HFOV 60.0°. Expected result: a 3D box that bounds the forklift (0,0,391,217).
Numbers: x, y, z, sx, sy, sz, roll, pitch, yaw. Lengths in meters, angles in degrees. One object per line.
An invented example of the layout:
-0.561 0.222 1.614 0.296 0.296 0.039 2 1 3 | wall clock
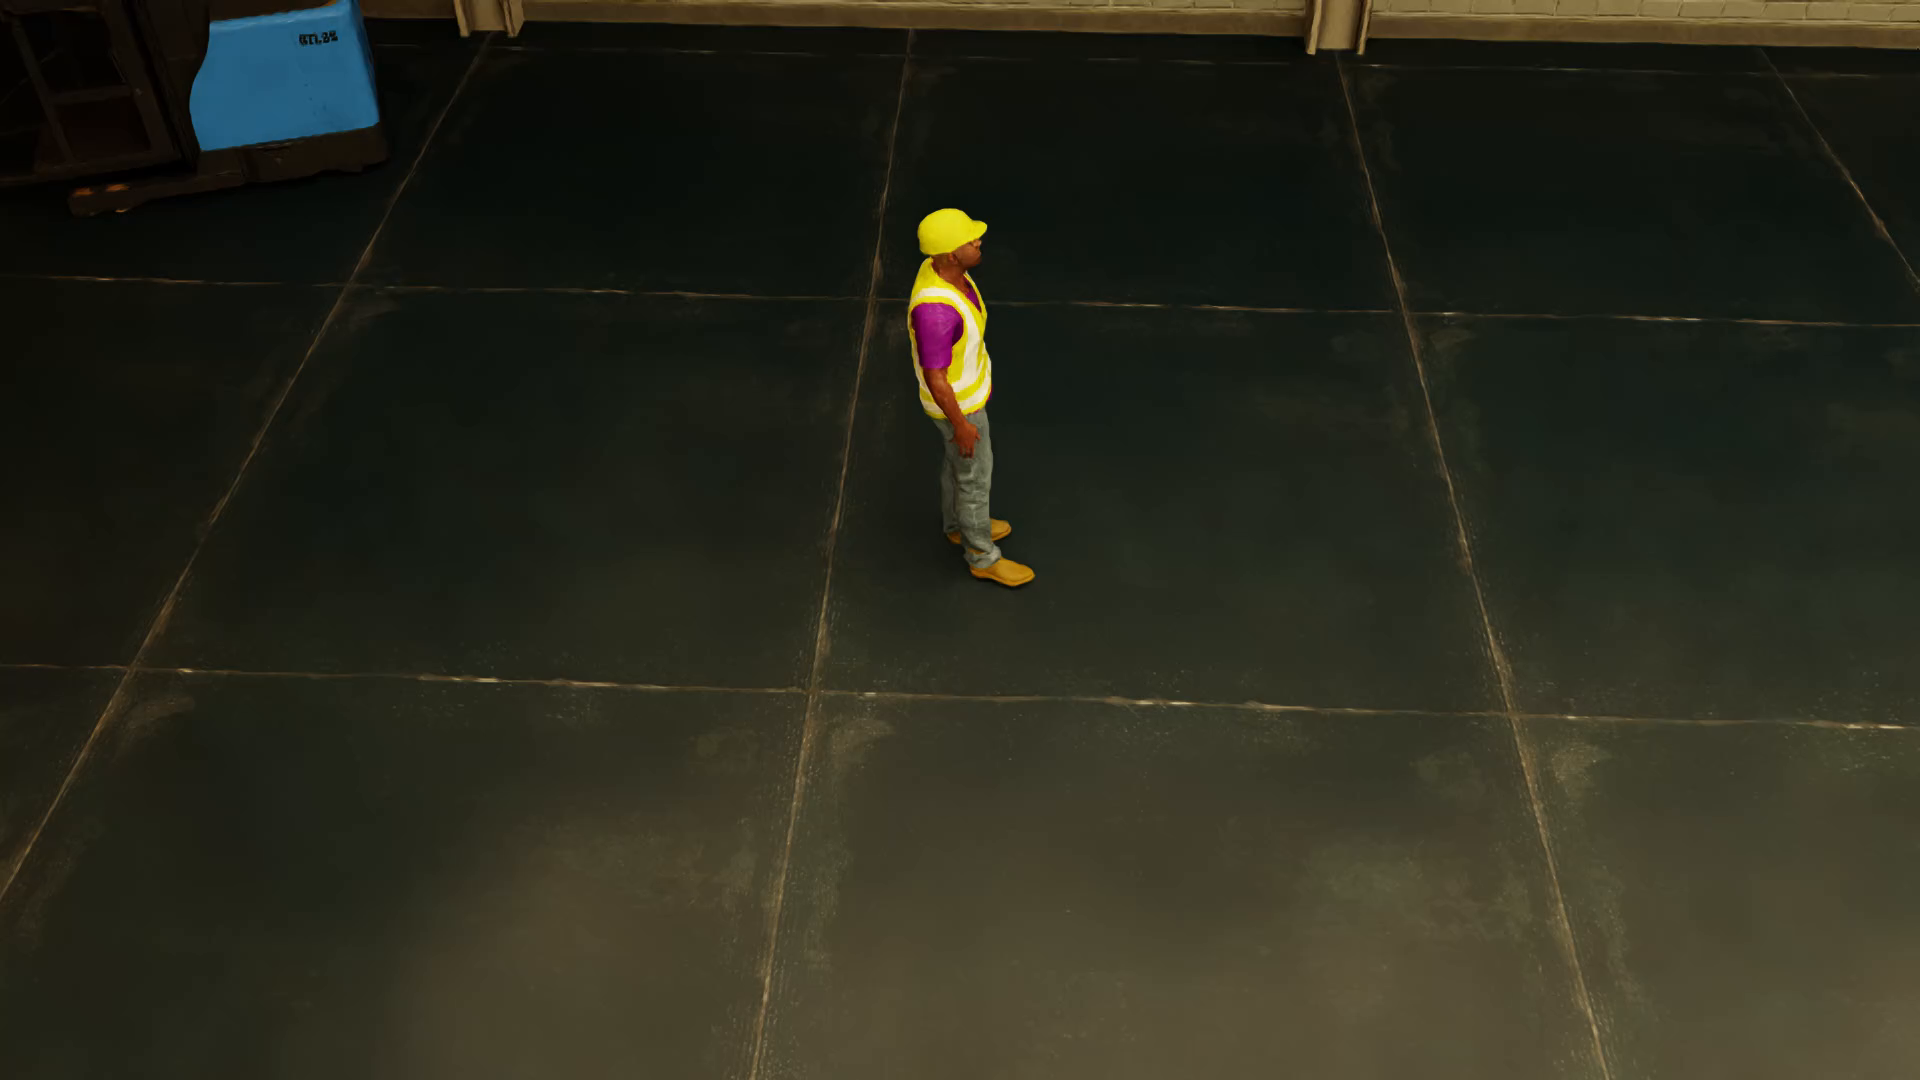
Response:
-5.157 -3.433 9.502 3.031 2.935 1.130 -12 44 -13 | forklift

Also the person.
0.069 -0.652 7.310 0.576 1.766 0.665 2 42 2 | person
